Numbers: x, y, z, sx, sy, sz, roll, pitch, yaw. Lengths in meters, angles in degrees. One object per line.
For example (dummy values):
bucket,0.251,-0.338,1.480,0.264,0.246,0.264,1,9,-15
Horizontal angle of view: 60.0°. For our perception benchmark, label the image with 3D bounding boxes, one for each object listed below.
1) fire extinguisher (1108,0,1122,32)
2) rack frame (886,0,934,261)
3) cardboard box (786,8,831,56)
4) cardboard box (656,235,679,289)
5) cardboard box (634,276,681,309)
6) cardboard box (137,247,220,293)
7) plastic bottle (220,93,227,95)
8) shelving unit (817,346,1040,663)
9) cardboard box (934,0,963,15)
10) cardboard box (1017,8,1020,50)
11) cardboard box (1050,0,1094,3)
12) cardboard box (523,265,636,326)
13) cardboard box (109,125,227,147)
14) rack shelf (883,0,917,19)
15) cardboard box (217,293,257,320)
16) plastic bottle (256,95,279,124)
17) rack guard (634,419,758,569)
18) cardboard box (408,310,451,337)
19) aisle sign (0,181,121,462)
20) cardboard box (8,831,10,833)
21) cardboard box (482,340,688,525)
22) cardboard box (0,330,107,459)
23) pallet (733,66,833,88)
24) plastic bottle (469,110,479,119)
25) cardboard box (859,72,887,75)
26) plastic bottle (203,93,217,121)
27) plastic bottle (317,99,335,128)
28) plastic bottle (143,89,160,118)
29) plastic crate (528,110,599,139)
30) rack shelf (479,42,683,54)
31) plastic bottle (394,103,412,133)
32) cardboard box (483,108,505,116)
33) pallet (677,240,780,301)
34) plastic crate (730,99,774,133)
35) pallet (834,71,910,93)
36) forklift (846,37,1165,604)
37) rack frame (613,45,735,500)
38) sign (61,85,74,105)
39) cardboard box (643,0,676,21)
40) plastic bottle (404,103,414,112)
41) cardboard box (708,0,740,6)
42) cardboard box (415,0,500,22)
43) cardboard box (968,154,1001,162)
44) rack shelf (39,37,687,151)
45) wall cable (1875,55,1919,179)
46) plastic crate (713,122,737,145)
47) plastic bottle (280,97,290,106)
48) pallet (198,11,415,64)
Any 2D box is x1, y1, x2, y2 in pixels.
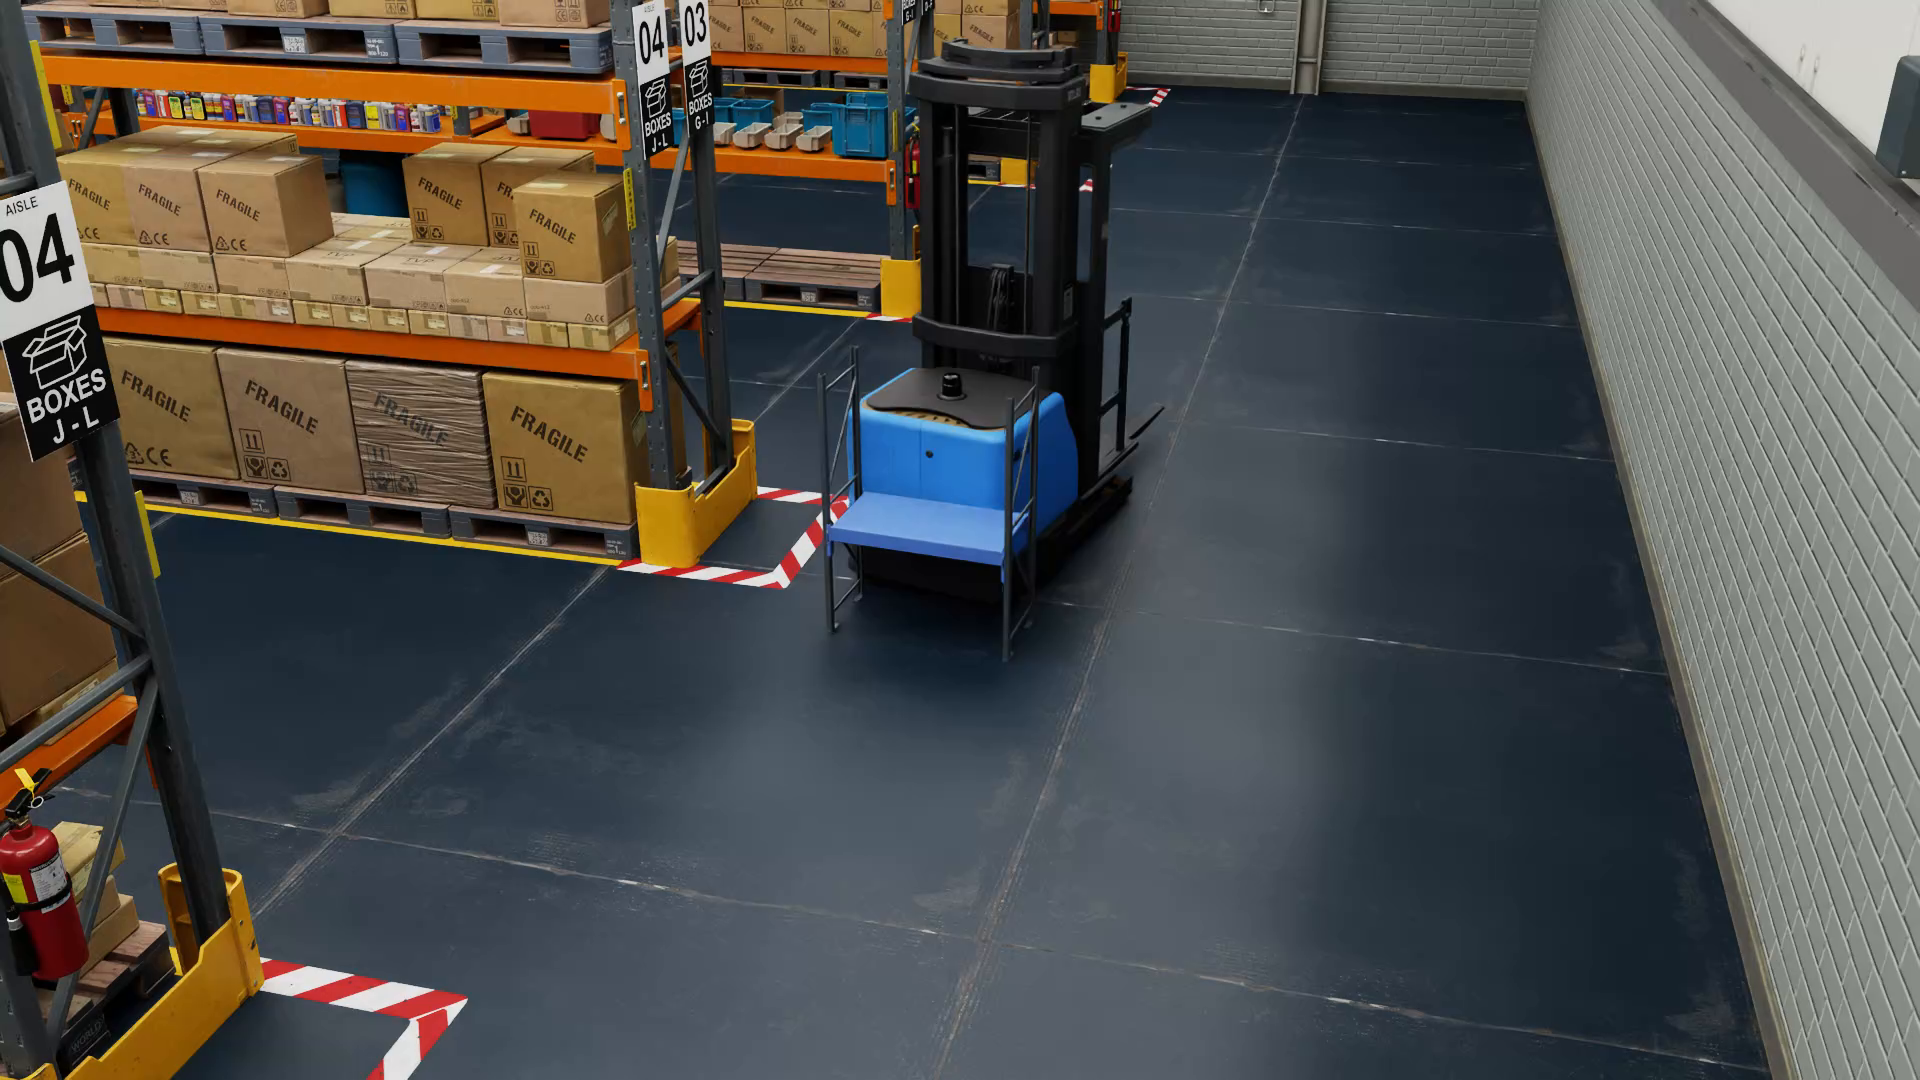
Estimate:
fire extinguisher,2.092,-7.217,22.443,0.183,0.674,0.296,6,26,13
rack frame,-0.407,-3.504,14.121,0.127,3.000,1.000,6,26,13
cardboard box,-1.637,-5.763,18.750,0.500,0.500,0.500,6,26,13
cardboard box,-2.038,-1.673,10.102,0.500,0.250,0.500,6,26,12
cardboard box,-1.902,-1.504,10.212,0.250,0.149,0.380,7,26,14
cardboard box,-4.644,-1.722,10.207,0.500,0.250,0.500,6,26,13
plastic bottle,-7.138,-4.371,16.092,0.097,0.271,0.097,0,25,0
shelving unit,-0.160,-0.194,8.914,1.048,1.500,0.538,8,27,17
cardboard box,-0.159,-6.049,18.187,0.500,0.500,0.500,7,26,14
cardboard box,0.466,-5.768,18.760,0.500,0.500,0.500,7,26,14
cardboard box,1.564,-7.814,22.825,0.700,0.700,0.980,8,26,15
cardboard box,-2.176,-1.450,9.635,0.500,0.250,0.500,6,26,12
cardboard box,-5.003,-2.338,10.627,0.500,0.500,0.500,7,26,14
rack shelf,-2.344,-4.748,14.080,4.000,0.370,1.077,6,26,13
cardboard box,-4.298,-1.476,10.153,0.250,0.149,0.380,6,26,12
plastic bottle,-6.319,-3.990,15.199,0.185,0.351,0.144,6,26,13
rack guard,-1.617,-0.311,10.322,0.348,0.500,1.175,6,26,13
cardboard box,-3.057,-1.339,9.864,0.250,0.149,0.380,6,26,12
aisle sign,-2.828,-0.679,5.162,0.004,0.787,0.394,6,26,13
cardboard box,-3.906,1.184,6.410,0.250,0.149,0.380,6,26,13
cardboard box,-2.280,-0.708,10.230,0.875,0.875,0.875,6,26,13
cardboard box,-6.139,-1.161,11.182,0.875,0.875,1.225,6,26,13
pallet,-2.580,-6.849,24.390,1.213,0.211,1.003,6,26,13
plastic bottle,-4.580,-4.087,15.403,0.185,0.351,0.144,6,26,13
cardboard box,-1.115,-6.995,23.873,0.500,0.500,0.700,7,26,14
plastic bottle,-6.910,-4.009,15.331,0.097,0.271,0.097,0,25,0
plastic bottle,-5.716,-3.892,15.079,0.135,0.276,0.152,6,26,13
plastic bottle,-7.509,-4.073,15.451,0.133,0.283,0.061,6,26,13
plastic crate,-3.479,-3.788,14.574,0.583,0.464,0.402,6,26,13
rack shelf,-4.981,-5.883,19.955,4.000,0.370,1.077,6,26,13
plastic bottle,-4.979,-3.793,14.863,0.133,0.283,0.061,6,26,13
cardboard box,-5.555,-5.215,20.111,0.500,0.500,0.500,6,26,12
pallet,-2.374,-2.481,15.216,1.213,0.211,1.003,6,26,13
plastic crate,-1.839,-3.760,14.783,0.300,0.233,0.416,6,26,13
pallet,-1.097,-6.684,24.043,1.213,0.211,1.003,6,26,13
forklift,0.462,-1.567,10.133,1.130,2.935,3.031,12,28,24
rack frame,-1.641,-1.442,9.790,0.127,3.000,1.000,6,26,13
sign,-8.285,-4.205,15.402,0.005,0.325,0.100,6,26,13
cardboard box,-3.447,-6.373,19.541,0.500,0.500,0.700,-2,26,-5
plastic bottle,-5.188,-4.124,15.654,0.097,0.201,0.097,0,25,0
cardboard box,-2.657,-6.323,18.762,0.500,0.500,0.500,7,26,14
cardboard box,-2.672,-3.220,9.314,0.500,0.500,0.700,5,26,11
cardboard box,0.242,-4.592,18.801,0.500,0.500,0.500,6,26,13
rack shelf,-3.577,-2.686,9.749,4.000,0.370,1.077,6,26,13
wall cable,2.977,-3.563,3.523,0.120,5.999,2.277,6,26,13
plastic crate,-2.086,-3.505,14.359,0.250,0.136,0.298,6,26,13
plastic bottle,-6.173,-3.955,15.217,0.097,0.271,0.097,0,25,0
pallet,-3.547,-2.961,9.594,1.213,0.211,1.003,6,26,13
